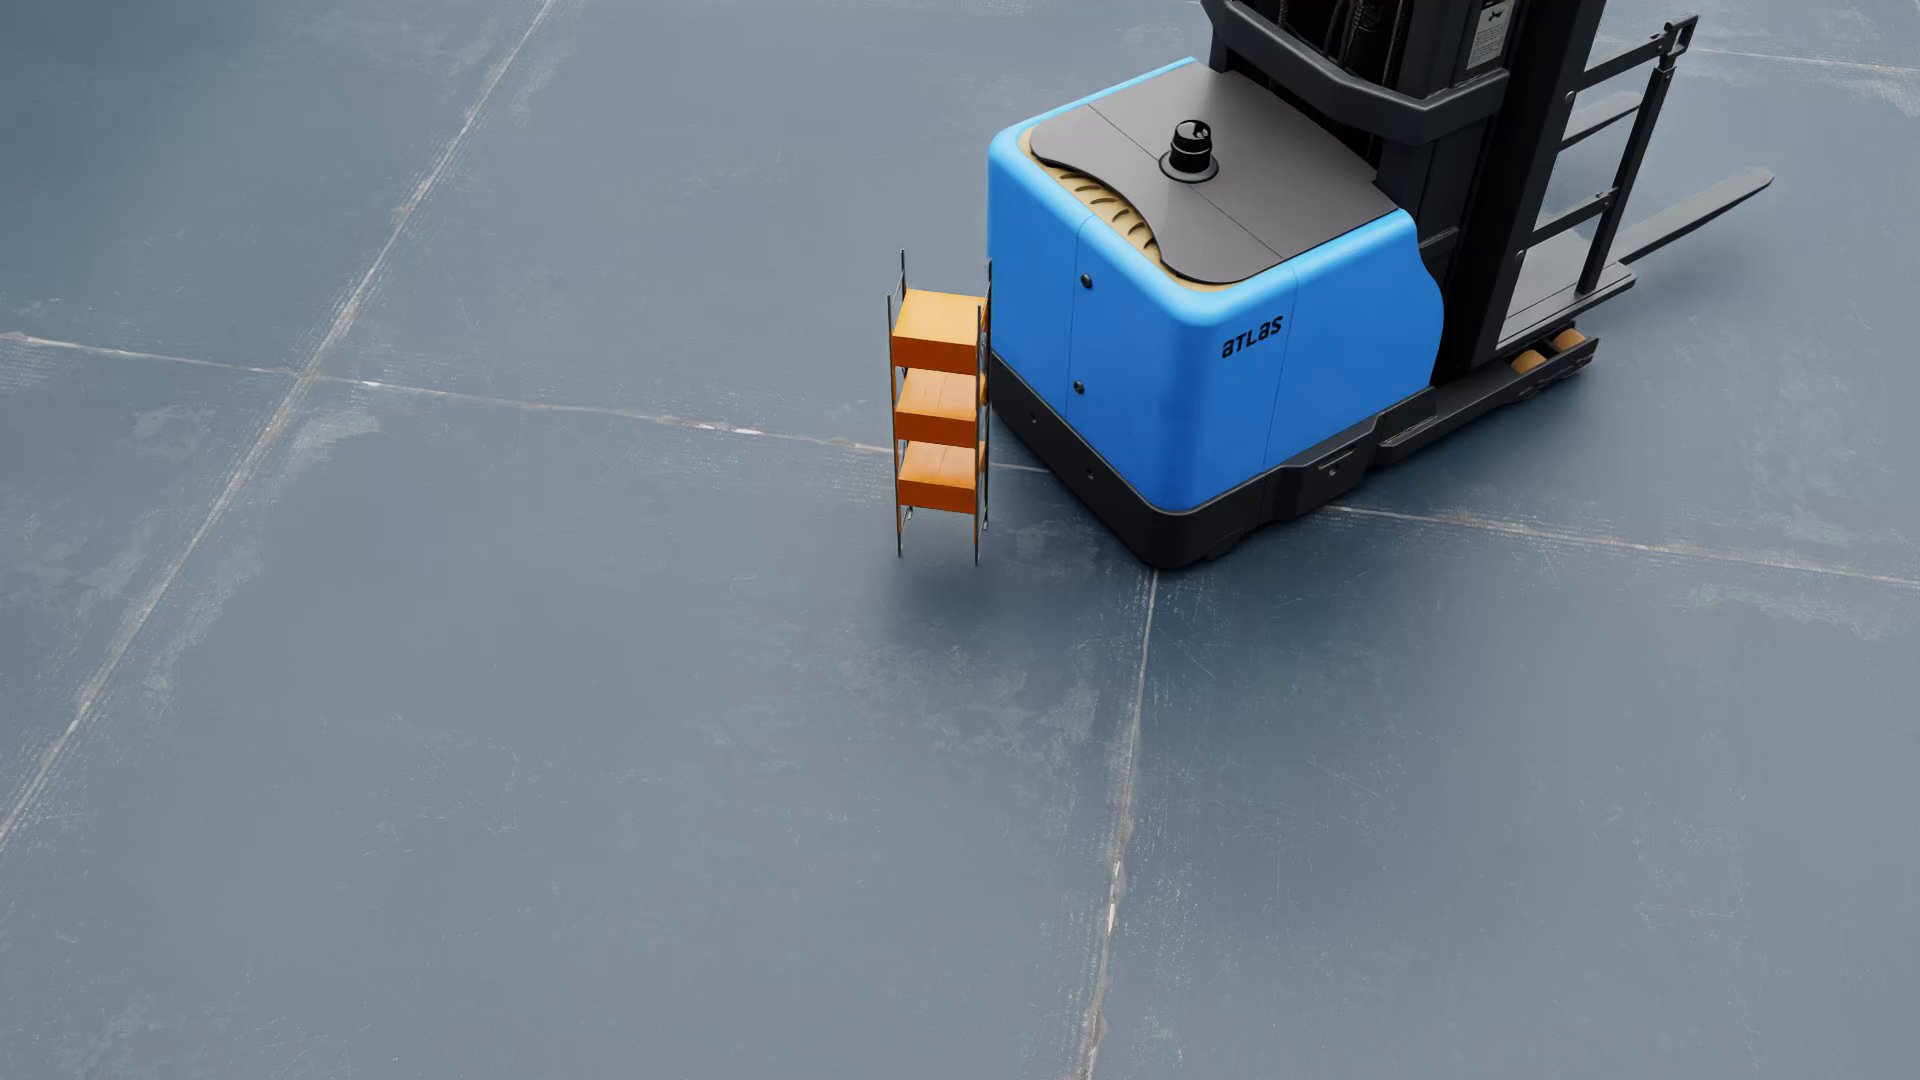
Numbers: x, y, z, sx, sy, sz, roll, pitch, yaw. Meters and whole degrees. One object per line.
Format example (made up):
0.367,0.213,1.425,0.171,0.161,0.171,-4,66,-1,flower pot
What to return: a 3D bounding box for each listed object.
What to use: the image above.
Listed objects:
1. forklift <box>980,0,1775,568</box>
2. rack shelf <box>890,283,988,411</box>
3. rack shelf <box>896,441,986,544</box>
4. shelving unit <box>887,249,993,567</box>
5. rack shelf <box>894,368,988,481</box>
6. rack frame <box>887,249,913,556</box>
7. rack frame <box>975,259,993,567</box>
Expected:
1.578,-1.763,4.864,3.031,2.935,1.130,-26,53,-22,forklift
-0.053,-0.541,4.663,0.240,0.259,0.215,8,49,7,rack shelf
-0.053,-0.165,5.080,0.240,0.259,0.215,8,49,7,rack shelf
-0.053,-0.358,4.866,0.252,1.050,0.215,8,49,7,shelving unit
-0.053,-0.351,4.874,0.240,0.259,0.215,8,49,7,rack shelf
-0.173,-0.374,4.880,0.008,1.050,0.200,8,49,7,rack frame
0.067,-0.342,4.851,0.008,1.050,0.200,8,49,7,rack frame
